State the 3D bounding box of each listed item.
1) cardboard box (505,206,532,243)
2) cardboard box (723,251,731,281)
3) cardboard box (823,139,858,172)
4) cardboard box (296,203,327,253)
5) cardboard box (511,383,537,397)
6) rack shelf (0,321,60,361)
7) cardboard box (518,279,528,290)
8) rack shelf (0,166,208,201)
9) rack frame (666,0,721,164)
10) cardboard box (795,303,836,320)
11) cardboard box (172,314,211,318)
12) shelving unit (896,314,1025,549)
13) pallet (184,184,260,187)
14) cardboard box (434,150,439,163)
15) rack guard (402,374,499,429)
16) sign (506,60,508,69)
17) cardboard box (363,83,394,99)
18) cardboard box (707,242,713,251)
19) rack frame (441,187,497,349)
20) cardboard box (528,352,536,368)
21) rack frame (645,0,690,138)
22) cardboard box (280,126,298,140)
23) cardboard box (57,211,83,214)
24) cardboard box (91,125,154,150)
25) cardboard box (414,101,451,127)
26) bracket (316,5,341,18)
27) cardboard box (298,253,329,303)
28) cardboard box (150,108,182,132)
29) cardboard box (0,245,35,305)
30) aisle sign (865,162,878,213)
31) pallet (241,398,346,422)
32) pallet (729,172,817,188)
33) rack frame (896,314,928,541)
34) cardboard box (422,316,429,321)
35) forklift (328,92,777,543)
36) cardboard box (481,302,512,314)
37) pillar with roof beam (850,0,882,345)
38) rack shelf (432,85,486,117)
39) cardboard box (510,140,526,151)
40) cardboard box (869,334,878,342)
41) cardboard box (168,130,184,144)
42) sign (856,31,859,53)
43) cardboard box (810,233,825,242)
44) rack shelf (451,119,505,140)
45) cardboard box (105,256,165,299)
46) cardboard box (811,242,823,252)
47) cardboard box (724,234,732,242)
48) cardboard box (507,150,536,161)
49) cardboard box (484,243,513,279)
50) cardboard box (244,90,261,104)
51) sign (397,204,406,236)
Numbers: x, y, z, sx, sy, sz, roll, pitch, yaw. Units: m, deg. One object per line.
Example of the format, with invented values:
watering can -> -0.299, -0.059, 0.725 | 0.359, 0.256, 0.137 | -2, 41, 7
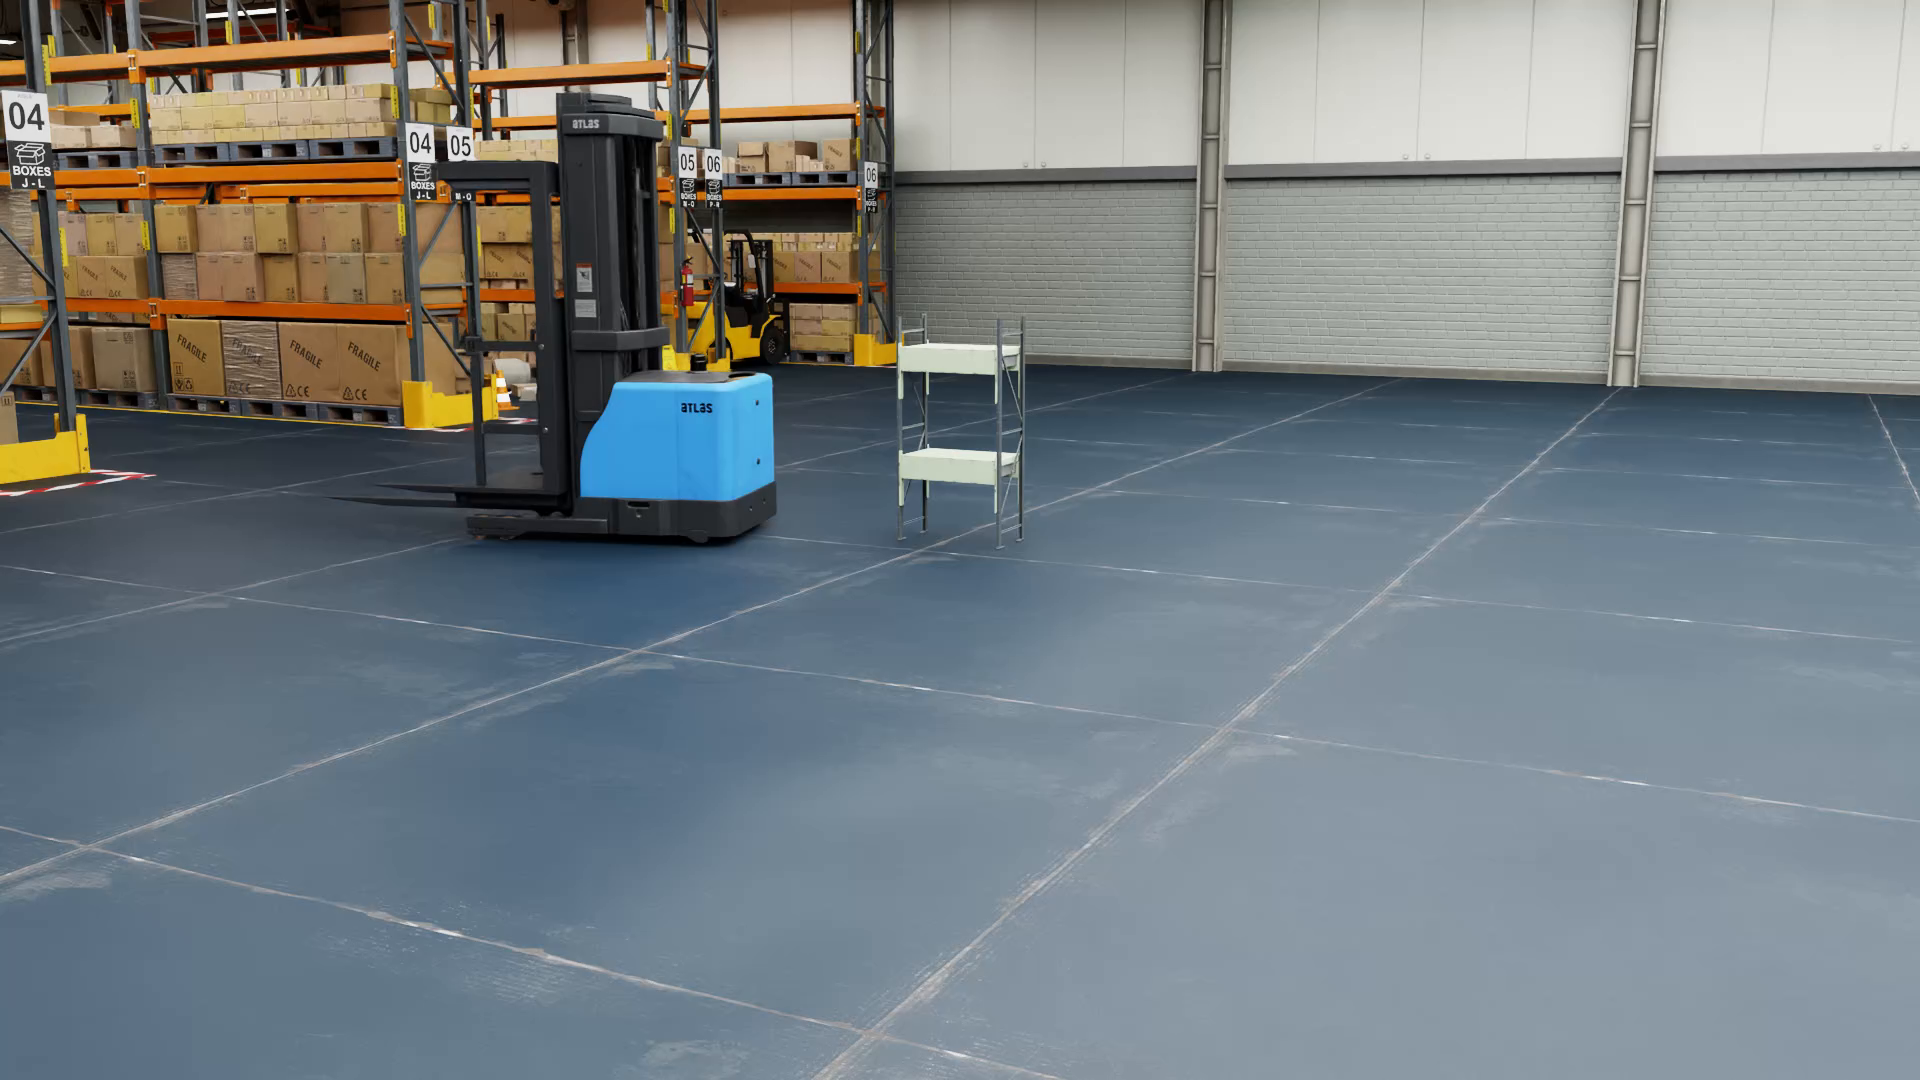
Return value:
cardboard box -> -5.933, -4.417, 23.292 | 0.500, 0.500, 0.700 | 5, 11, 25
cardboard box -> -3.714, -4.574, 27.801 | 0.500, 0.500, 0.500 | 5, 11, 25
cardboard box -> -1.843, -6.142, 26.579 | 0.500, 0.500, 0.500 | 5, 12, 28
cardboard box -> -6.923, -3.508, 18.737 | 0.550, 0.550, 0.875 | 5, 11, 26
cardboard box -> -5.600, -1.949, 21.583 | 0.380, 0.149, 0.250 | -7, 12, -33
rack shelf -> -9.710, -1.792, 14.731 | 4.000, 0.370, 1.077 | 5, 11, 26
cardboard box -> -6.017, -3.618, 23.505 | 0.250, 0.149, 0.380 | 5, 11, 26
rack shelf -> -11.012, -4.368, 20.539 | 4.000, 0.370, 1.077 | 5, 11, 26
rack frame -> -3.531, -6.524, 22.007 | 0.127, 3.000, 1.000 | 5, 11, 26
cardboard box -> -2.350, -3.736, 27.184 | 0.500, 0.250, 0.500 | 5, 12, 27
cardboard box -> -12.086, -3.502, 26.943 | 0.875, 0.875, 0.875 | 5, 11, 27
shelving unit -> 0.006, -0.737, 11.094 | 0.755, 1.500, 0.431 | 5, 11, 26
pallet -> -11.306, -5.627, 26.008 | 1.003, 0.211, 1.213 | 6, 12, 28
cardboard box -> -7.706, -5.518, 24.118 | 0.500, 0.250, 0.500 | 5, 11, 25
rack guard -> -5.609, -1.541, 18.342 | 0.348, 0.500, 1.175 | 5, 11, 26
sign -> -8.270, -8.573, 30.266 | 0.005, 0.325, 0.100 | 5, 11, 26
cardboard box -> -6.083, -4.746, 17.614 | 0.250, 0.149, 0.380 | 5, 11, 26
cardboard box -> -4.089, -4.914, 27.854 | 0.250, 0.149, 0.380 | 5, 12, 27
rack frame -> -7.118, -3.887, 24.283 | 0.127, 3.000, 1.000 | 5, 11, 26
cardboard box -> -5.748, -2.569, 23.544 | 0.500, 0.250, 0.500 | 5, 11, 25
rack frame -> -4.925, -7.632, 28.131 | 0.127, 3.000, 1.000 | 5, 11, 26
cardboard box -> -7.218, -4.454, 18.238 | 0.250, 0.149, 0.380 | 5, 11, 26
cardboard box -> -14.710, -5.351, 27.464 | 0.250, 0.149, 0.380 | 5, 11, 25
cardboard box -> -9.922, -4.776, 19.737 | 0.500, 0.250, 0.500 | 5, 11, 26
cardboard box -> -5.950, -4.656, 18.239 | 0.500, 0.250, 0.500 | 5, 11, 26
bracket -> -12.110, -10.143, 31.898 | 0.430, 0.232, 0.235 | 5, 11, 26
cardboard box -> -6.933, -2.973, 18.812 | 0.550, 0.550, 0.875 | 5, 11, 26
cardboard box -> -8.903, -4.809, 19.084 | 0.500, 0.250, 0.500 | 5, 11, 26
cardboard box -> -8.397, -2.232, 14.025 | 0.500, 0.500, 0.875 | 5, 11, 26
aisle sign -> -1.409, -5.592, 26.404 | 0.004, 0.787, 0.394 | 5, 11, 26
pallet -> -7.473, -1.548, 19.189 | 1.213, 0.211, 1.003 | 5, 11, 26
pallet -> -3.059, -5.953, 27.525 | 1.213, 0.211, 1.003 | 5, 11, 26
rack frame -> -0.322, -0.766, 11.253 | 0.023, 1.500, 0.400 | 5, 11, 26
cardboard box -> -9.902, -4.053, 31.039 | 0.500, 0.500, 0.500 | 6, 12, 28
forklift -> -2.872, -1.529, 11.451 | 3.031, 2.935, 1.130 | 2, 10, 11
cardboard box -> -6.623, -3.320, 23.763 | 0.250, 0.149, 0.380 | 5, 11, 27
pillar with roof beam -> -3.469, -6.828, 23.689 | 0.400, 9.000, 9.100 | 5, 11, 26
rack shelf -> -8.912, -6.446, 24.719 | 4.000, 0.370, 1.077 | 5, 11, 26
cardboard box -> -6.033, -5.480, 23.130 | 0.250, 0.149, 0.380 | 5, 11, 24
cardboard box -> -1.692, -3.288, 27.517 | 0.500, 0.250, 0.500 | 5, 11, 26
cardboard box -> -8.809, -4.593, 19.010 | 0.250, 0.149, 0.380 | 5, 11, 26
sign -> -1.591, -7.730, 25.826 | 0.005, 0.325, 0.100 | 5, 11, 26
cardboard box -> -2.234, -4.905, 26.970 | 0.250, 0.149, 0.380 | 5, 12, 27
rack shelf -> -10.306, -7.554, 30.843 | 4.000, 0.370, 1.077 | 5, 11, 26
cardboard box -> -9.804, -3.136, 19.853 | 0.500, 0.500, 0.500 | 5, 11, 25
cardboard box -> -2.221, -4.761, 27.012 | 0.250, 0.149, 0.380 | 5, 12, 27
cardboard box -> -3.834, -5.044, 27.742 | 0.250, 0.149, 0.380 | 5, 11, 25
cardboard box -> -5.935, -5.276, 23.124 | 0.500, 0.250, 0.500 | 5, 11, 26
cardboard box -> -6.387, -3.967, 23.612 | 0.500, 0.500, 0.500 | 5, 11, 26
cardboard box -> -7.678, -4.886, 18.388 | 0.250, 0.149, 0.380 | 5, 11, 26
sign -> -5.883, -3.374, 17.532 | 0.005, 0.325, 0.100 | 5, 11, 26
